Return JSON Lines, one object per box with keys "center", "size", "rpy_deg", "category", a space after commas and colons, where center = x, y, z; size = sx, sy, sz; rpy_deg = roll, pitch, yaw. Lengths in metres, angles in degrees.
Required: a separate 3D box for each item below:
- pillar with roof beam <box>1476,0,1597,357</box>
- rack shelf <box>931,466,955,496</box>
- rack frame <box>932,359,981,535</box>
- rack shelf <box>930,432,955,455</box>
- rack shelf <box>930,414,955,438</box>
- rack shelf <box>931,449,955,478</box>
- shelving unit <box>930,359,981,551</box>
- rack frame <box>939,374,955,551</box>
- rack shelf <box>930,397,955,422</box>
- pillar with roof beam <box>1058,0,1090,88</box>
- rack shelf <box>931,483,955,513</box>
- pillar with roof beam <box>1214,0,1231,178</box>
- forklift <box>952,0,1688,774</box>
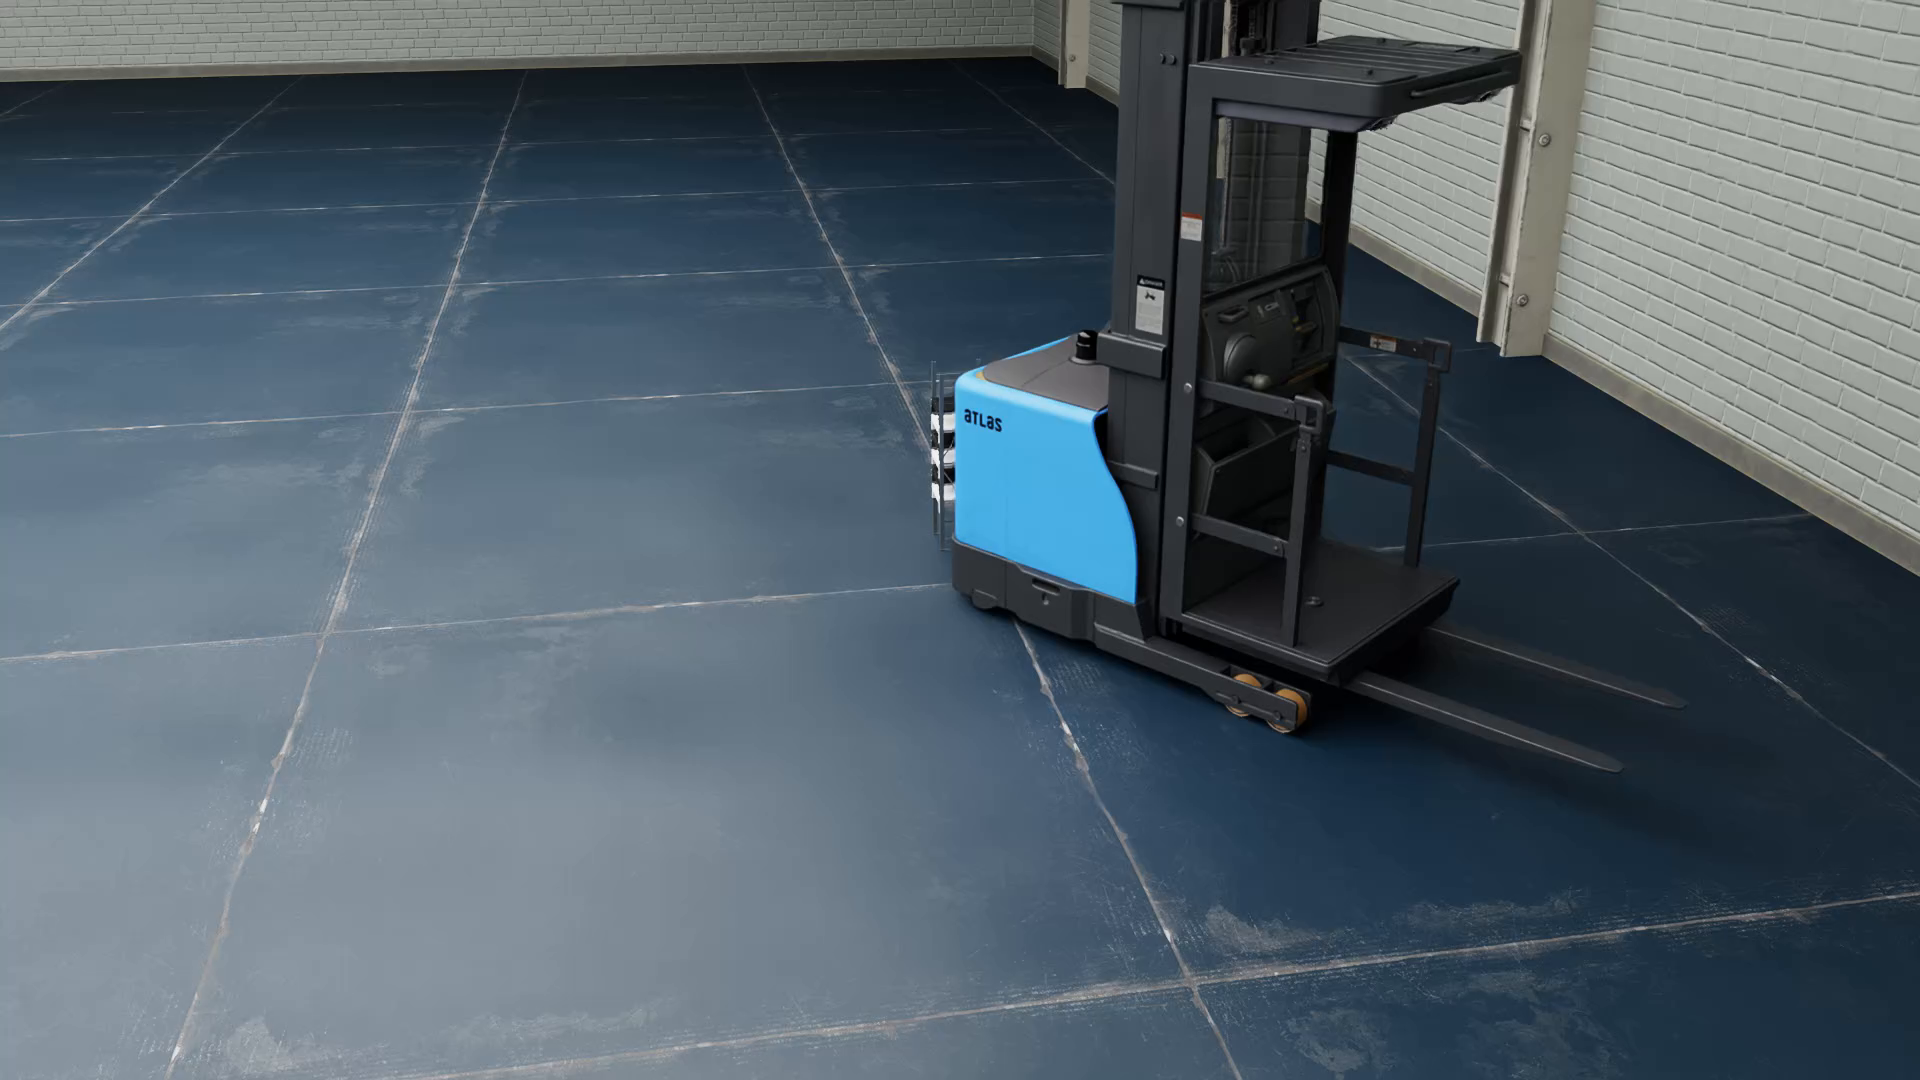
{"center": [-0.513, -5.107, 8.701], "size": [9.100, 9.000, 0.400], "rpy_deg": [-4, 24, -10], "category": "pillar with roof beam"}
{"center": [0.001, -0.296, 8.112], "size": [0.258, 0.077, 0.200], "rpy_deg": [-4, 24, -10], "category": "rack shelf"}
{"center": [-0.017, -0.449, 8.154], "size": [0.240, 0.900, 0.006], "rpy_deg": [-4, 24, -10], "category": "rack frame"}
{"center": [0.001, -0.461, 8.040], "size": [0.258, 0.077, 0.200], "rpy_deg": [-4, 24, -10], "category": "rack shelf"}
{"center": [0.001, -0.544, 8.004], "size": [0.258, 0.077, 0.200], "rpy_deg": [-4, 24, -10], "category": "rack shelf"}
{"center": [0.001, -0.379, 8.076], "size": [0.258, 0.077, 0.200], "rpy_deg": [-4, 24, -10], "category": "rack shelf"}
{"center": [0.001, -0.409, 8.063], "size": [0.258, 0.900, 0.210], "rpy_deg": [-4, 24, -10], "category": "shelving unit"}
{"center": [0.020, -0.369, 7.971], "size": [0.240, 0.900, 0.006], "rpy_deg": [-4, 24, -10], "category": "rack frame"}
{"center": [0.001, -0.626, 7.968], "size": [0.258, 0.077, 0.200], "rpy_deg": [-4, 24, -10], "category": "rack shelf"}
{"center": [-2.732, -9.827, 19.508], "size": [9.100, 9.000, 0.400], "rpy_deg": [-4, 24, -10], "category": "pillar with roof beam"}
{"center": [0.001, -0.214, 8.148], "size": [0.258, 0.077, 0.200], "rpy_deg": [-4, 24, -10], "category": "rack shelf"}
{"center": [-1.623, -7.467, 14.105], "size": [9.100, 9.000, 0.400], "rpy_deg": [-4, 24, -10], "category": "pillar with roof beam"}
{"center": [1.398, -0.825, 6.477], "size": [3.031, 2.935, 1.130], "rpy_deg": [20, 30, 38], "category": "forklift"}
